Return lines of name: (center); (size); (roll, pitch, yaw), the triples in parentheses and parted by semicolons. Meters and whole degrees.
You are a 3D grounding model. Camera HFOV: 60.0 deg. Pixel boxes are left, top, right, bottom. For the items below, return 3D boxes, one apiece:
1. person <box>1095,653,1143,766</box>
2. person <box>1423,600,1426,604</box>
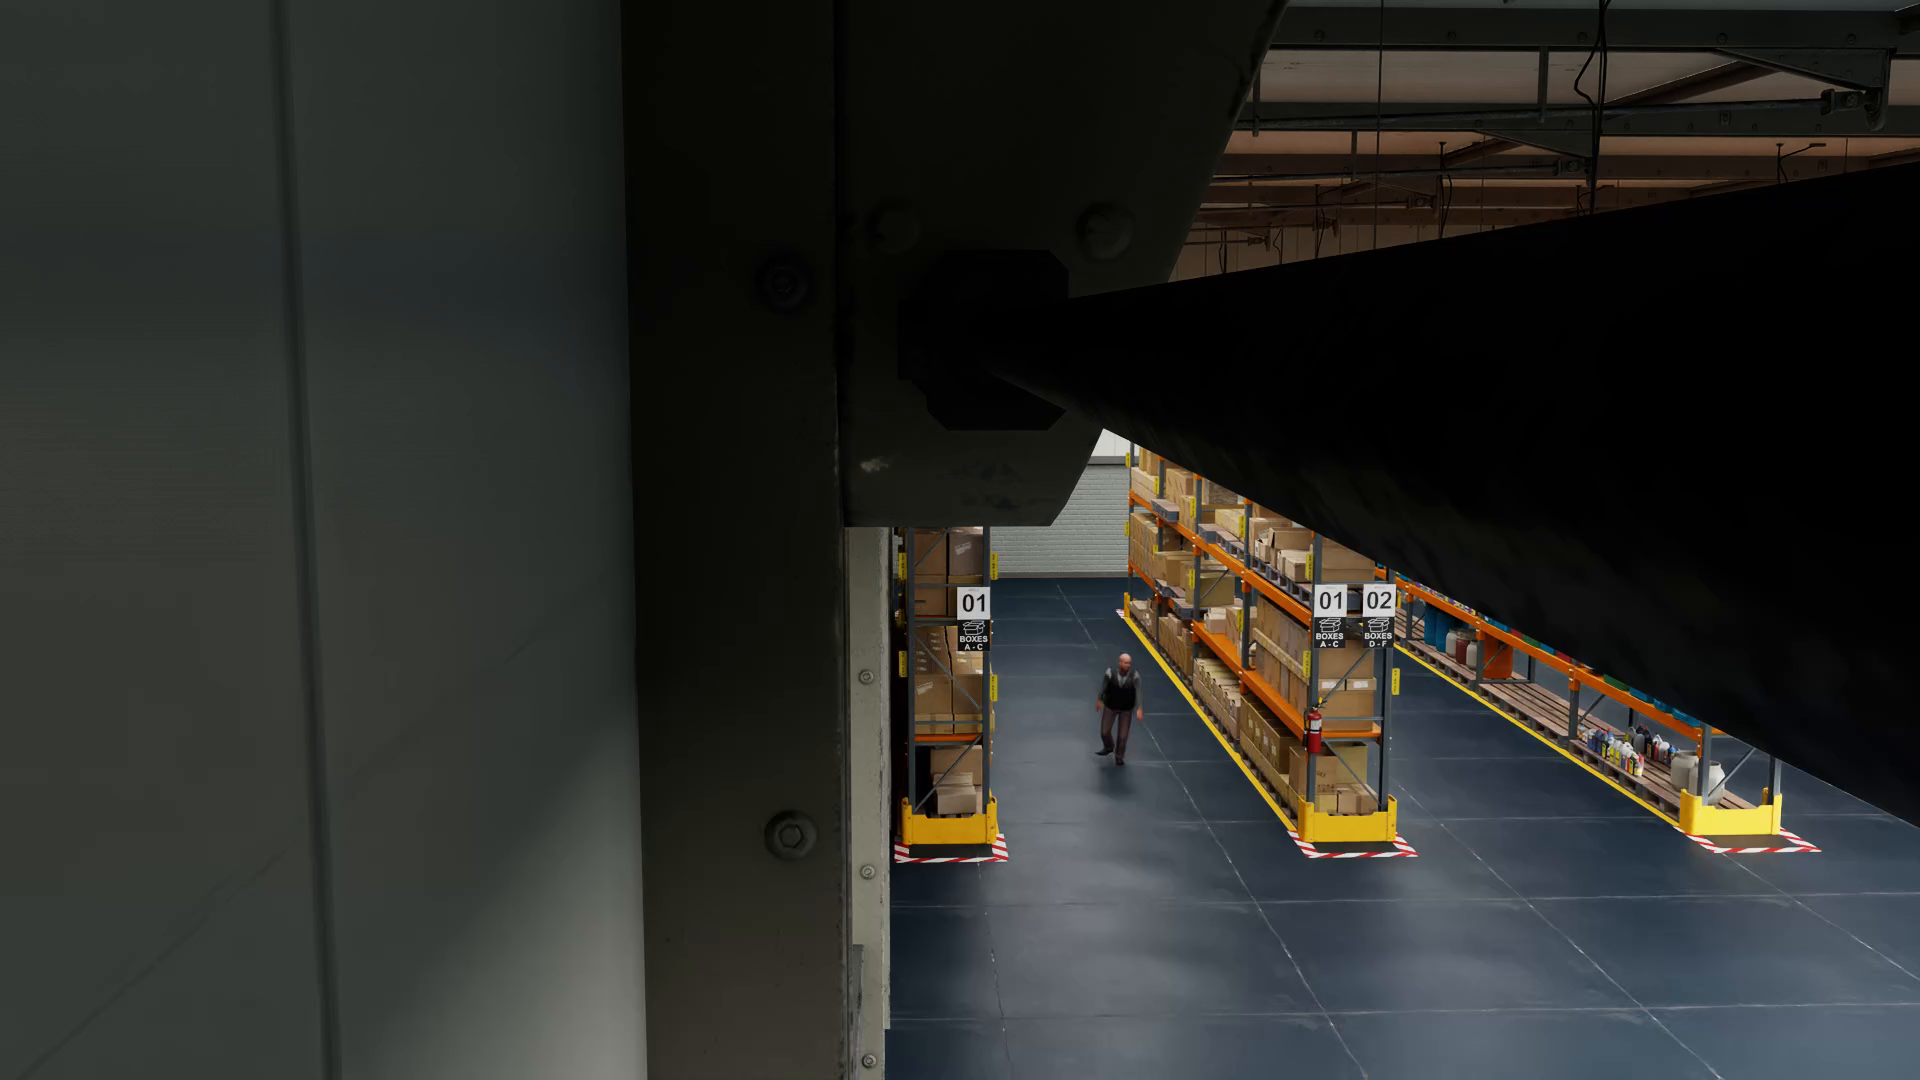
person: (2.301, 2.428, 24.045); (0.694, 1.673, 0.555); (1, 7, 7)
person: (10.853, 0.675, 37.898); (0.528, 1.627, 0.731); (3, 8, 24)
